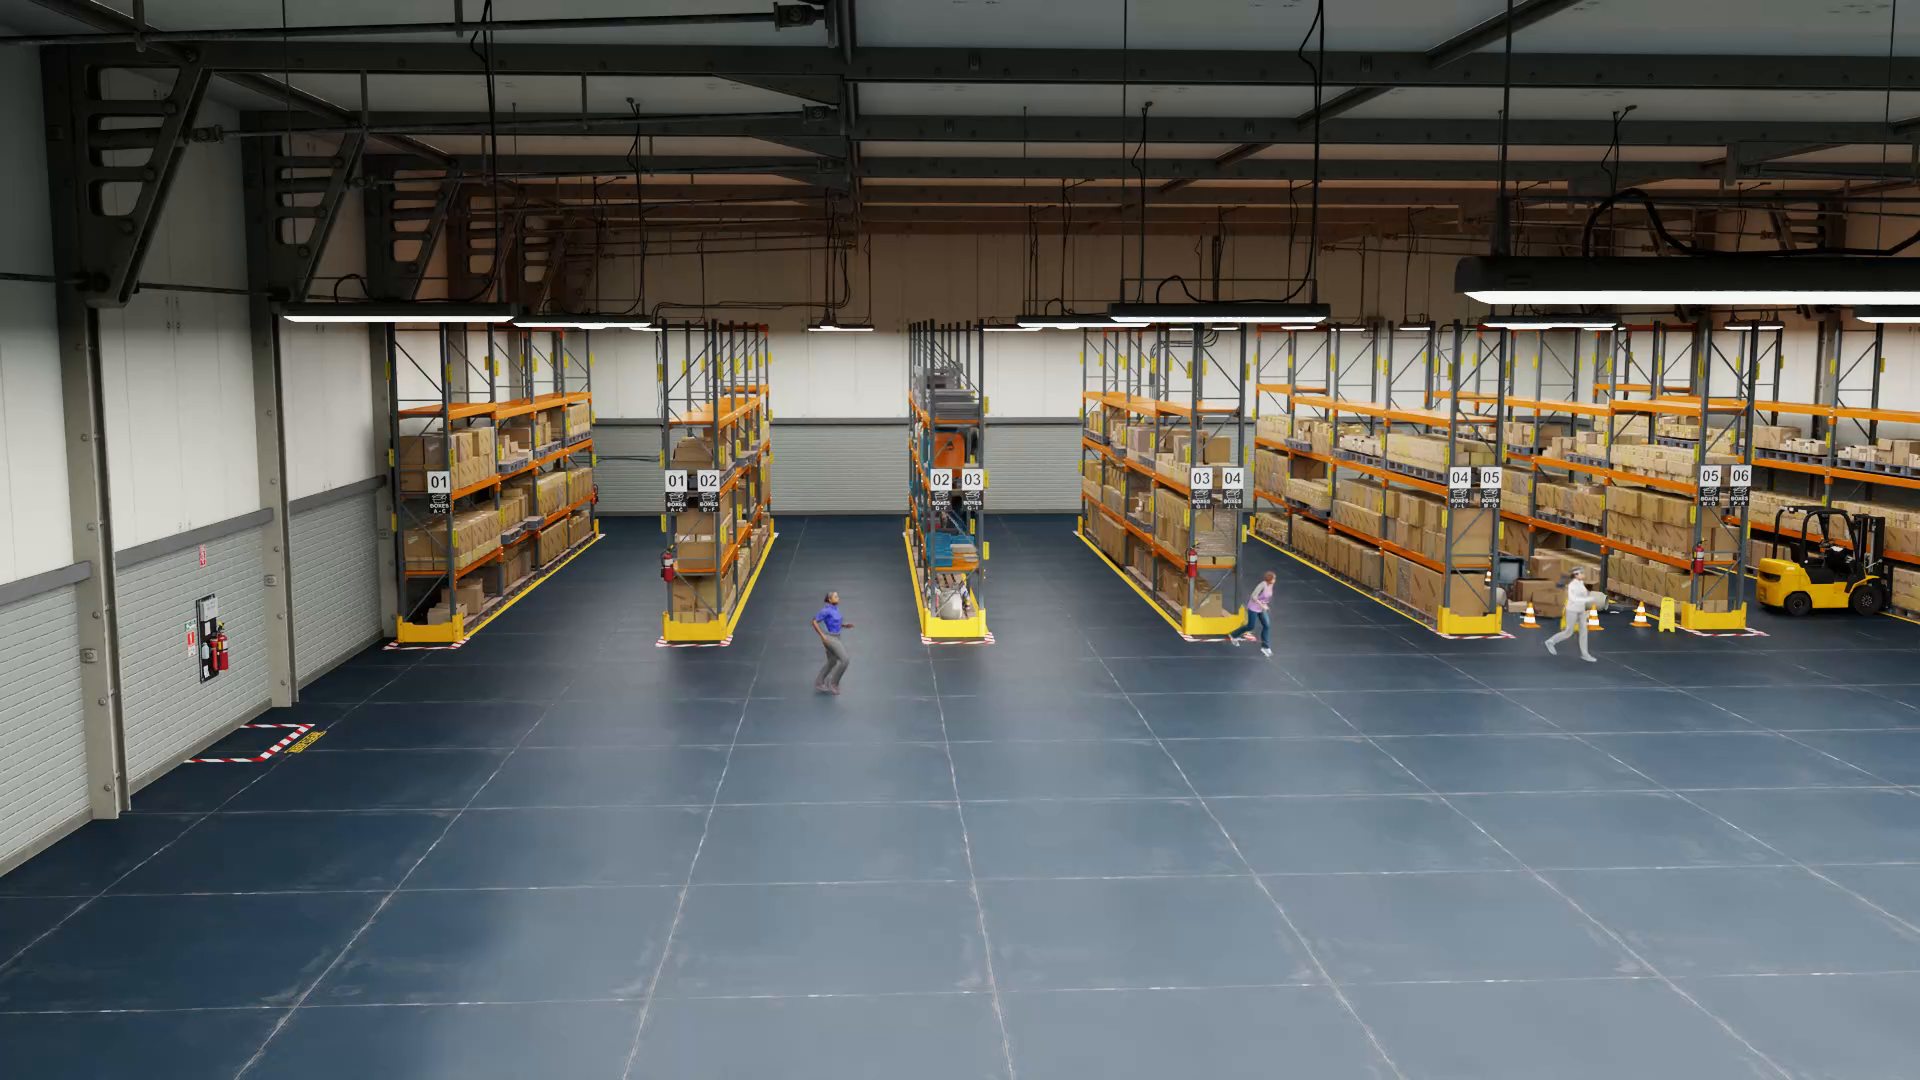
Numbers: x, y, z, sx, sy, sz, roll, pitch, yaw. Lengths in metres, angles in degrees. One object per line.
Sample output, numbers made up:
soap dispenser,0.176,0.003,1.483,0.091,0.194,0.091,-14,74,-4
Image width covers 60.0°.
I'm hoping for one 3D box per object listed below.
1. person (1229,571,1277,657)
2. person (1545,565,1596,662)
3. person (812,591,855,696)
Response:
person,5.272,1.294,29.945,0.914,1.547,0.572,5,9,37
person,10.762,1.263,29.202,0.914,1.676,0.577,7,10,43
person,-2.018,1.646,26.498,0.713,1.690,0.542,1,7,11
